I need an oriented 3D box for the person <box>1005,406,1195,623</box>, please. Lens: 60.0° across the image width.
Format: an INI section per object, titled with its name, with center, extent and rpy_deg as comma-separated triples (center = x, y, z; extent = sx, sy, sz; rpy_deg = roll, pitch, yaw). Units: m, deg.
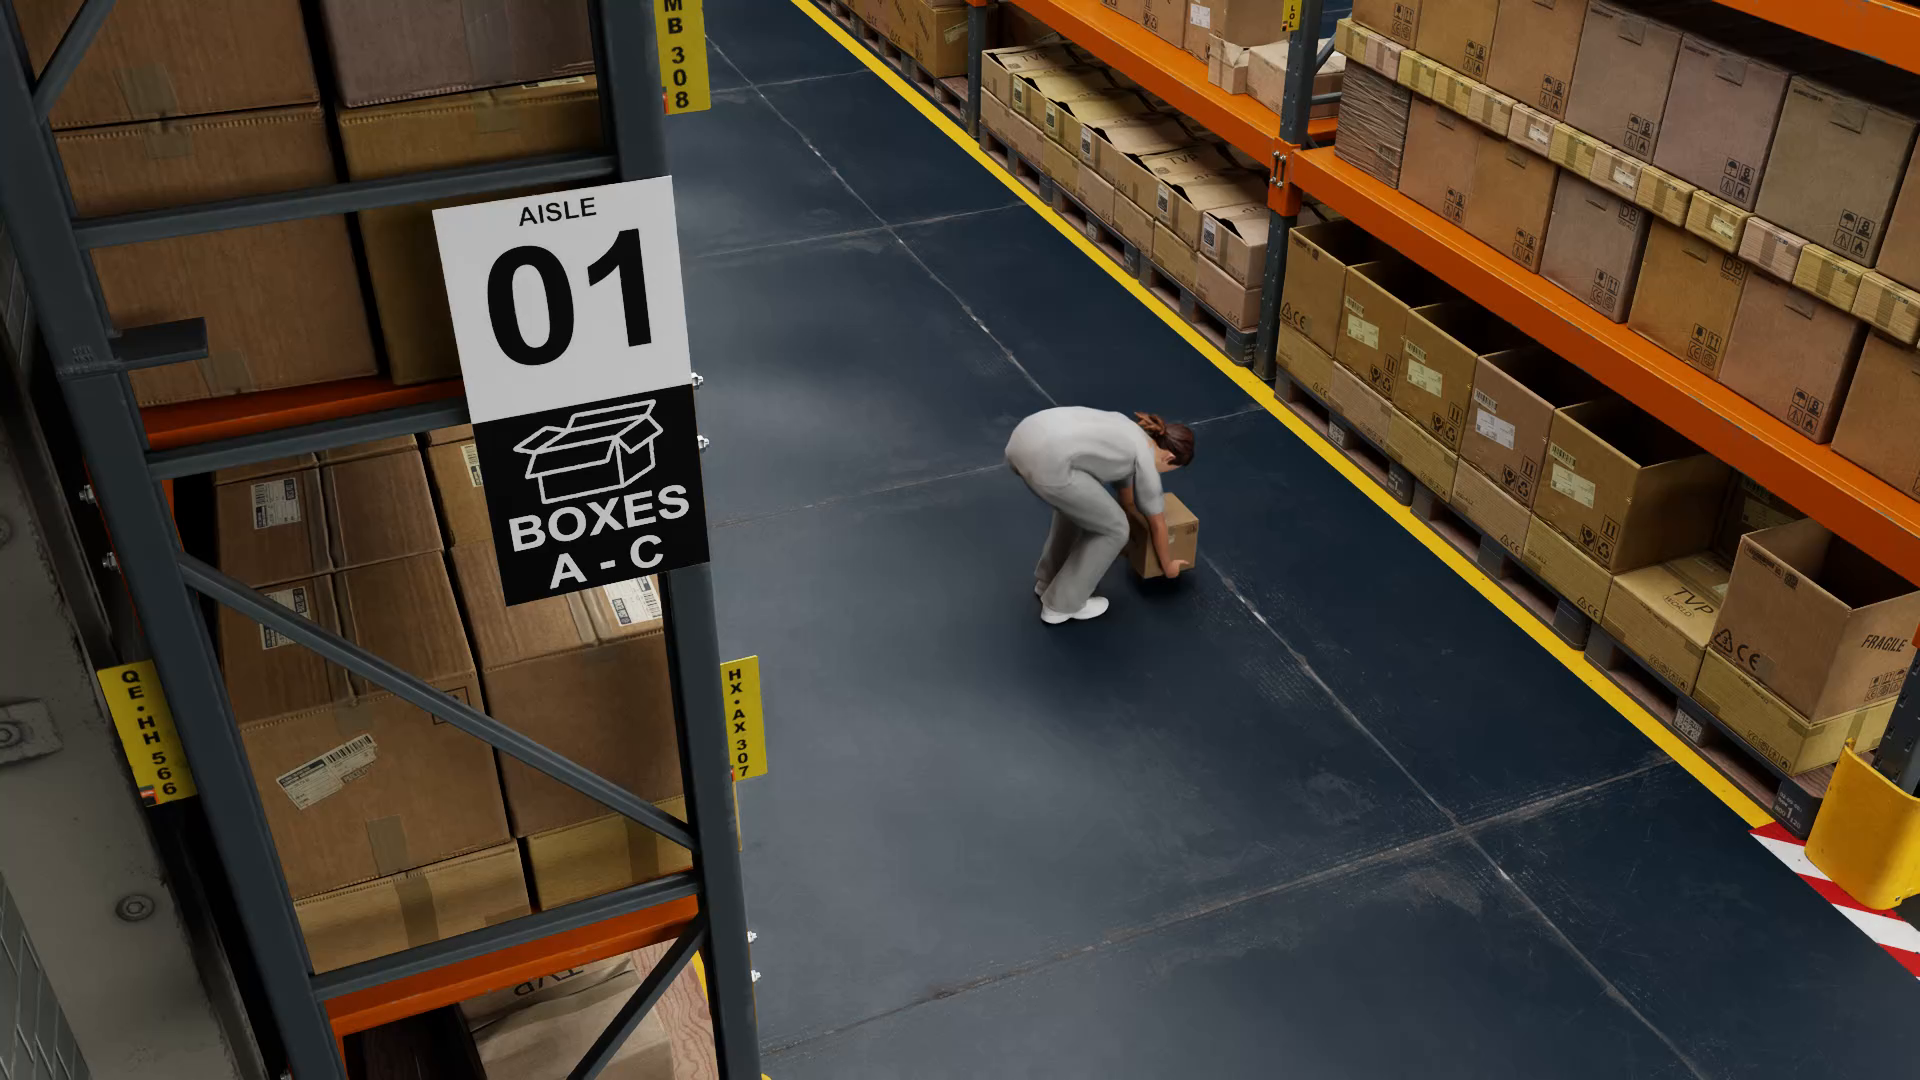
[person]
center = 0.604, -0.159, 7.050
extent = 0.853, 0.935, 0.451
rpy_deg = -15, 36, -21
